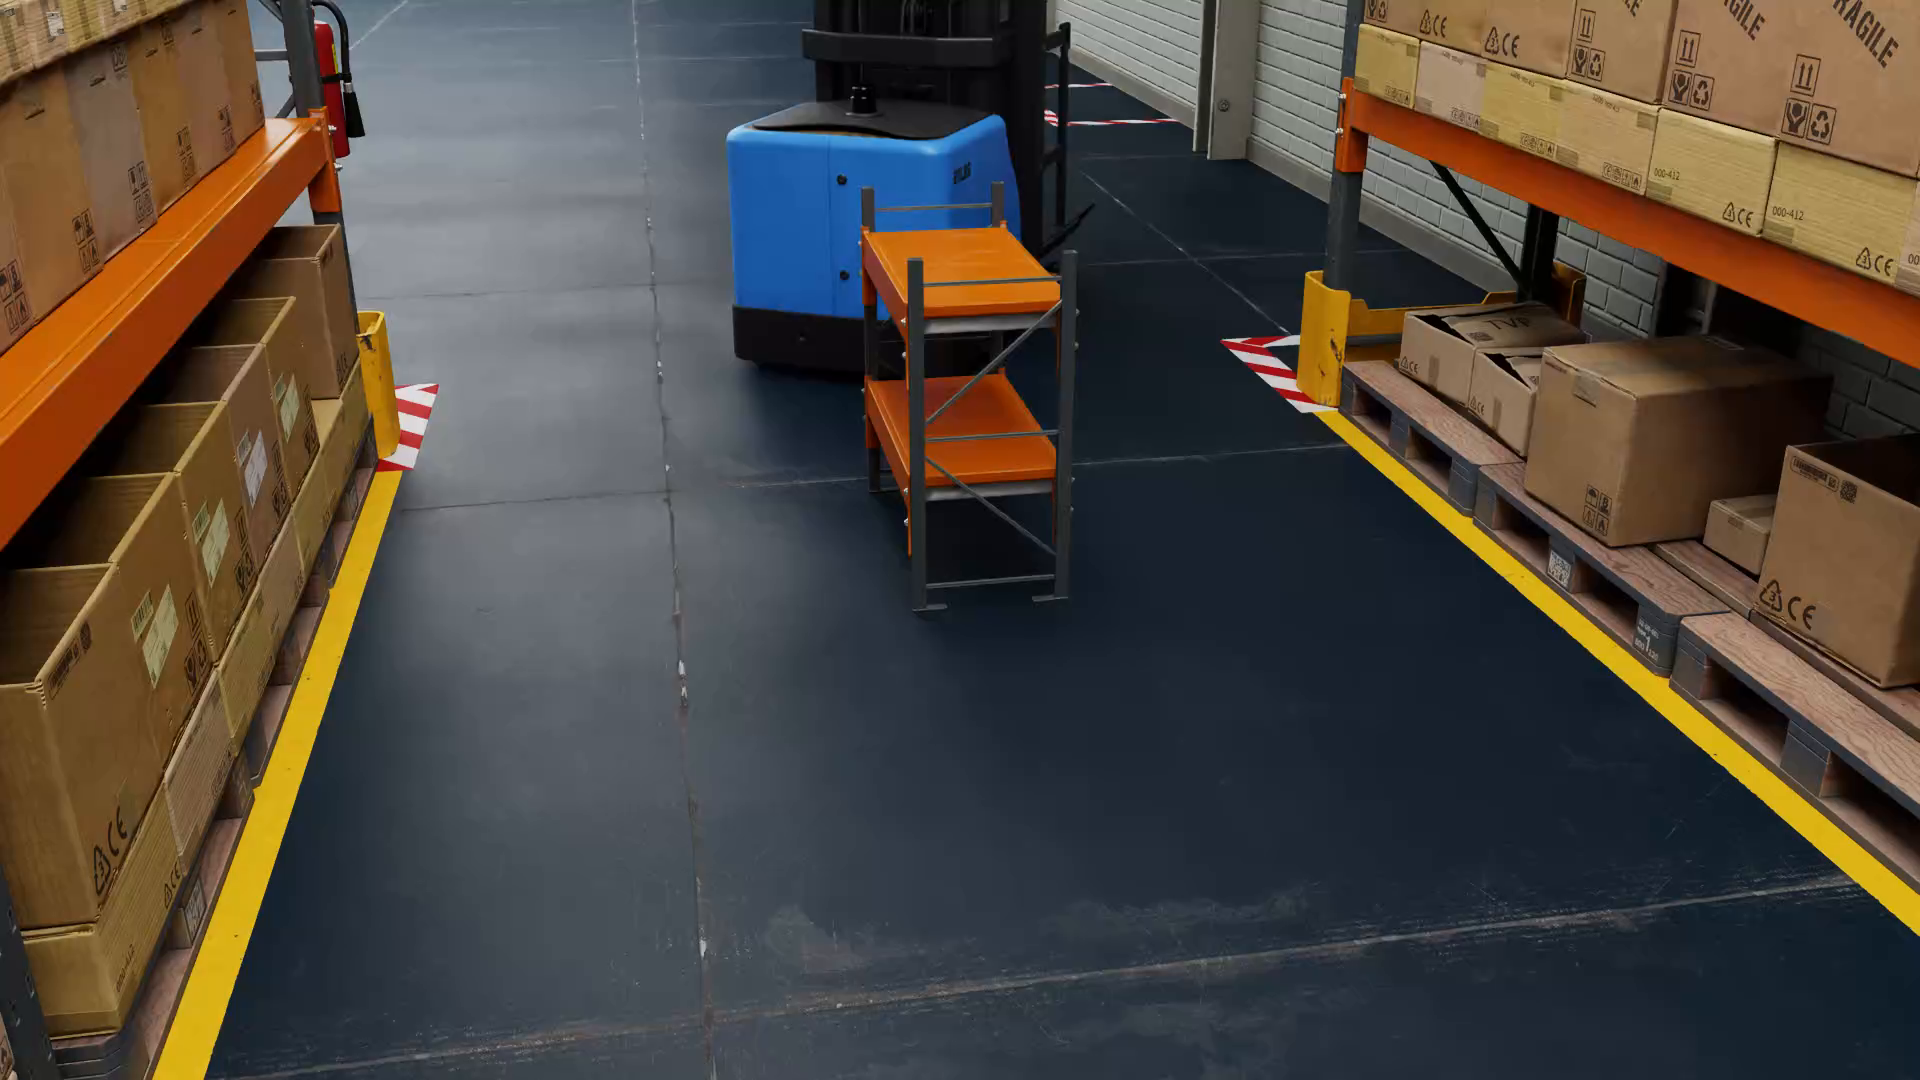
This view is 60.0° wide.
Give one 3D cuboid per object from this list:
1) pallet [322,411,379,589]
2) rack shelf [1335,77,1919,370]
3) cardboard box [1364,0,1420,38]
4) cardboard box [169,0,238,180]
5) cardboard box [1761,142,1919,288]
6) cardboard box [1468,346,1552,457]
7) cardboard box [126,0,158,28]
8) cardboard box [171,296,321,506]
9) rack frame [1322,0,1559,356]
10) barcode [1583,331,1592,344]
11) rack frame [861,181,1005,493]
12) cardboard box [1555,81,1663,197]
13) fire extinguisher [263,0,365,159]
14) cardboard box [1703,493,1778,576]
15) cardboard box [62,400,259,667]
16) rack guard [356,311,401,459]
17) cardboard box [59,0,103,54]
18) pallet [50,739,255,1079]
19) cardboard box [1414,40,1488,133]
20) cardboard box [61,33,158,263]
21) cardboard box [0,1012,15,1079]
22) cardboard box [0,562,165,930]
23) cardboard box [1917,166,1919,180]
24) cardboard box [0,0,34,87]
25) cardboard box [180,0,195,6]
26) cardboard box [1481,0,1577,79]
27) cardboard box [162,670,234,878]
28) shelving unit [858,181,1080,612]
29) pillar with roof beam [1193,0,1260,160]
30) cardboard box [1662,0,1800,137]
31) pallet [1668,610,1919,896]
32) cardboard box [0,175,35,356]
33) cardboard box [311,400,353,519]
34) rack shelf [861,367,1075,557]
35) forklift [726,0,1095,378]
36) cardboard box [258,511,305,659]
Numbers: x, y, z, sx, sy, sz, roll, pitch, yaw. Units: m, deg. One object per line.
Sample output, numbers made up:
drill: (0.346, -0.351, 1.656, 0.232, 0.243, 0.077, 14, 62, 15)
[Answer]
pallet: (-2.629, -0.131, 5.785, 1.003, 0.211, 1.213, -4, 24, -10)
rack shelf: (2.426, -0.958, 5.094, 1.077, 0.370, 4.000, -4, 24, -10)
cardboard box: (1.849, -2.148, 6.147, 0.500, 0.500, 0.500, -4, 24, -10)
cardboard box: (-2.636, -1.361, 4.994, 0.700, 0.500, 0.500, -4, 24, -8)
cardboard box: (2.326, -0.802, 4.001, 0.500, 0.250, 0.500, -4, 24, -10)
cardboard box: (2.201, -0.541, 6.050, 0.500, 0.311, 0.500, -2, 24, -5)
cardboard box: (-2.313, -1.404, 4.281, 0.380, 0.149, 0.250, -4, 24, -8)
cardboard box: (-2.221, -0.401, 4.894, 0.500, 0.500, 0.500, -4, 24, -10)
rack frame: (2.056, -2.074, 6.752, 1.000, 3.000, 0.127, -4, 24, -10)
barcode: (2.492, -0.792, 6.613, 0.001, 0.075, 0.075, -4, 24, -10)
rack frame: (-0.093, -0.713, 5.977, 0.500, 1.125, 0.032, -4, 24, -10)
cardboard box: (2.124, -1.196, 4.904, 0.500, 0.250, 0.500, -4, 24, -9)
fire extinguisher: (-2.377, -1.752, 6.109, 0.296, 0.674, 0.183, -4, 24, -10)
cardboard box: (2.520, -0.027, 5.076, 0.380, 0.149, 0.250, -6, 24, -14)
cardboard box: (-2.035, -0.008, 3.994, 0.500, 0.500, 0.500, -4, 24, -10)
rack guard: (-2.816, -0.570, 6.431, 1.175, 0.500, 0.348, -4, 24, -10)
cardboard box: (-2.221, -1.205, 3.826, 0.380, 0.149, 0.250, -4, 24, -10)
pallet: (-2.178, 0.829, 3.588, 1.003, 0.211, 1.213, -4, 24, -10)
cardboard box: (1.944, -1.596, 5.819, 0.500, 0.250, 0.500, -5, 24, -11)
cardboard box: (-2.449, -0.959, 4.072, 0.700, 0.500, 0.500, -4, 24, -8)
cardboard box: (-1.715, 0.816, 2.344, 0.500, 0.311, 0.500, -4, 24, -10)
cardboard box: (-1.850, 0.386, 3.093, 0.500, 0.500, 0.500, -4, 24, -10)
cardboard box: (2.404, -0.948, 3.398, 0.500, 0.500, 0.500, -4, 24, -10)
cardboard box: (-2.121, -0.998, 3.351, 0.380, 0.149, 0.250, -5, 24, -12)
cardboard box: (-2.412, -1.611, 4.754, 0.380, 0.149, 0.250, -4, 24, -9)
cardboard box: (2.020, -1.750, 5.233, 0.500, 0.500, 0.500, -5, 24, -11)
cardboard box: (-1.947, 0.533, 3.693, 0.500, 0.250, 0.500, -4, 24, -10)
shelving unit: (0.001, -0.513, 5.519, 0.538, 1.125, 1.048, -4, 24, -10)
pillar with roof beam: (-2.305, -6.654, 9.741, 9.100, 9.000, 0.400, -4, 24, -10)
cardboard box: (2.224, -1.343, 4.302, 0.500, 0.500, 0.500, -5, 24, -11)
pallet: (2.637, 0.515, 4.306, 1.003, 0.211, 1.213, -4, 24, -10)
cardboard box: (-2.264, -0.560, 3.159, 0.700, 0.500, 0.500, -5, 24, -10)
cardboard box: (-2.318, -0.254, 5.494, 0.500, 0.250, 0.500, -4, 24, -10)
rack shelf: (0.001, -0.289, 5.617, 0.538, 0.278, 1.000, -4, 24, -10)
forklift: (-0.040, -2.591, 8.019, 1.130, 2.935, 3.031, 8, 25, 18)
cardboard box: (-2.133, 0.140, 4.593, 0.500, 0.250, 0.500, -4, 24, -10)
